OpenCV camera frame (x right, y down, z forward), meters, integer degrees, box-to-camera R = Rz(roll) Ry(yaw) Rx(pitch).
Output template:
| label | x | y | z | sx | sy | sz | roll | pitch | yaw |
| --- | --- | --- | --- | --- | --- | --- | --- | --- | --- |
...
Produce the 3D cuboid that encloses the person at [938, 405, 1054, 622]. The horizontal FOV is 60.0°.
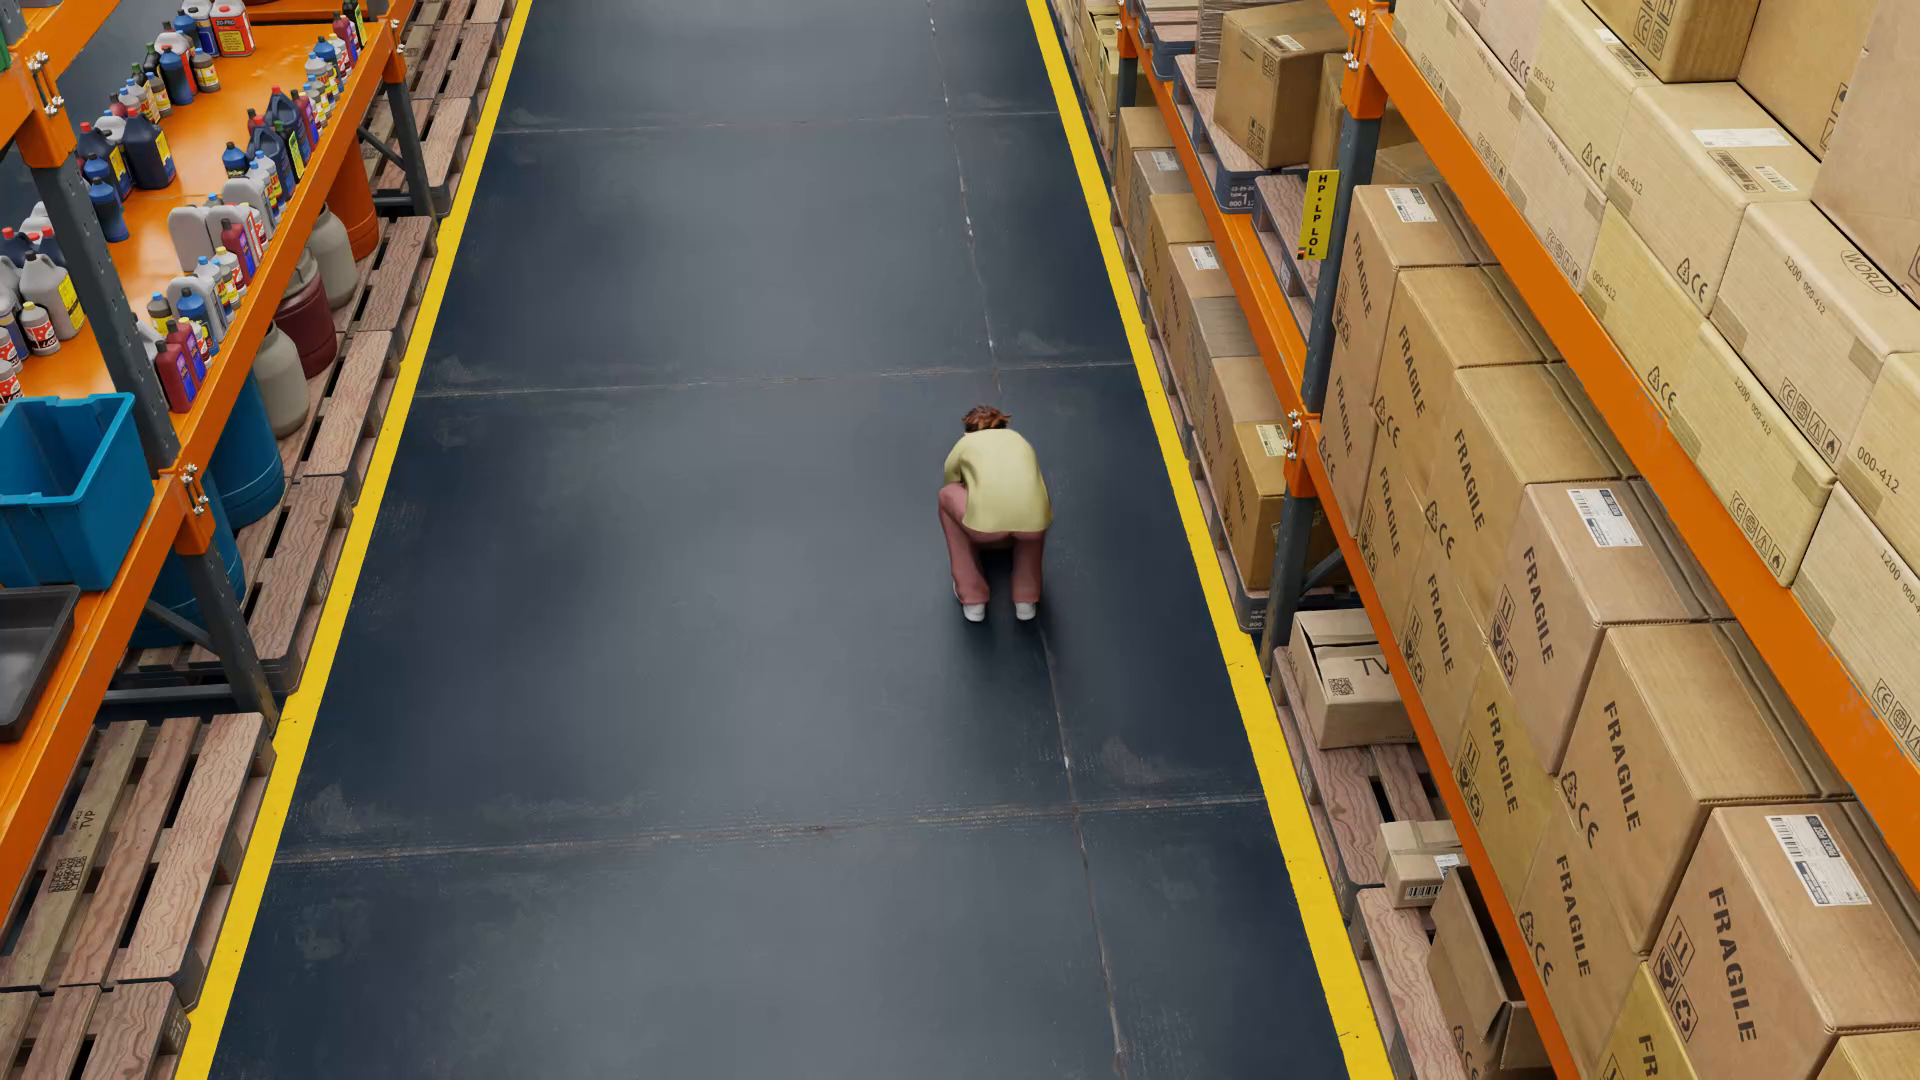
| label | x | y | z | sx | sy | sz | roll | pitch | yaw |
| --- | --- | --- | --- | --- | --- | --- | --- | --- | --- |
| person | 0.145 | -0.128 | 7.042 | 0.472 | 0.795 | 0.864 | -4 | 39 | -5 |
